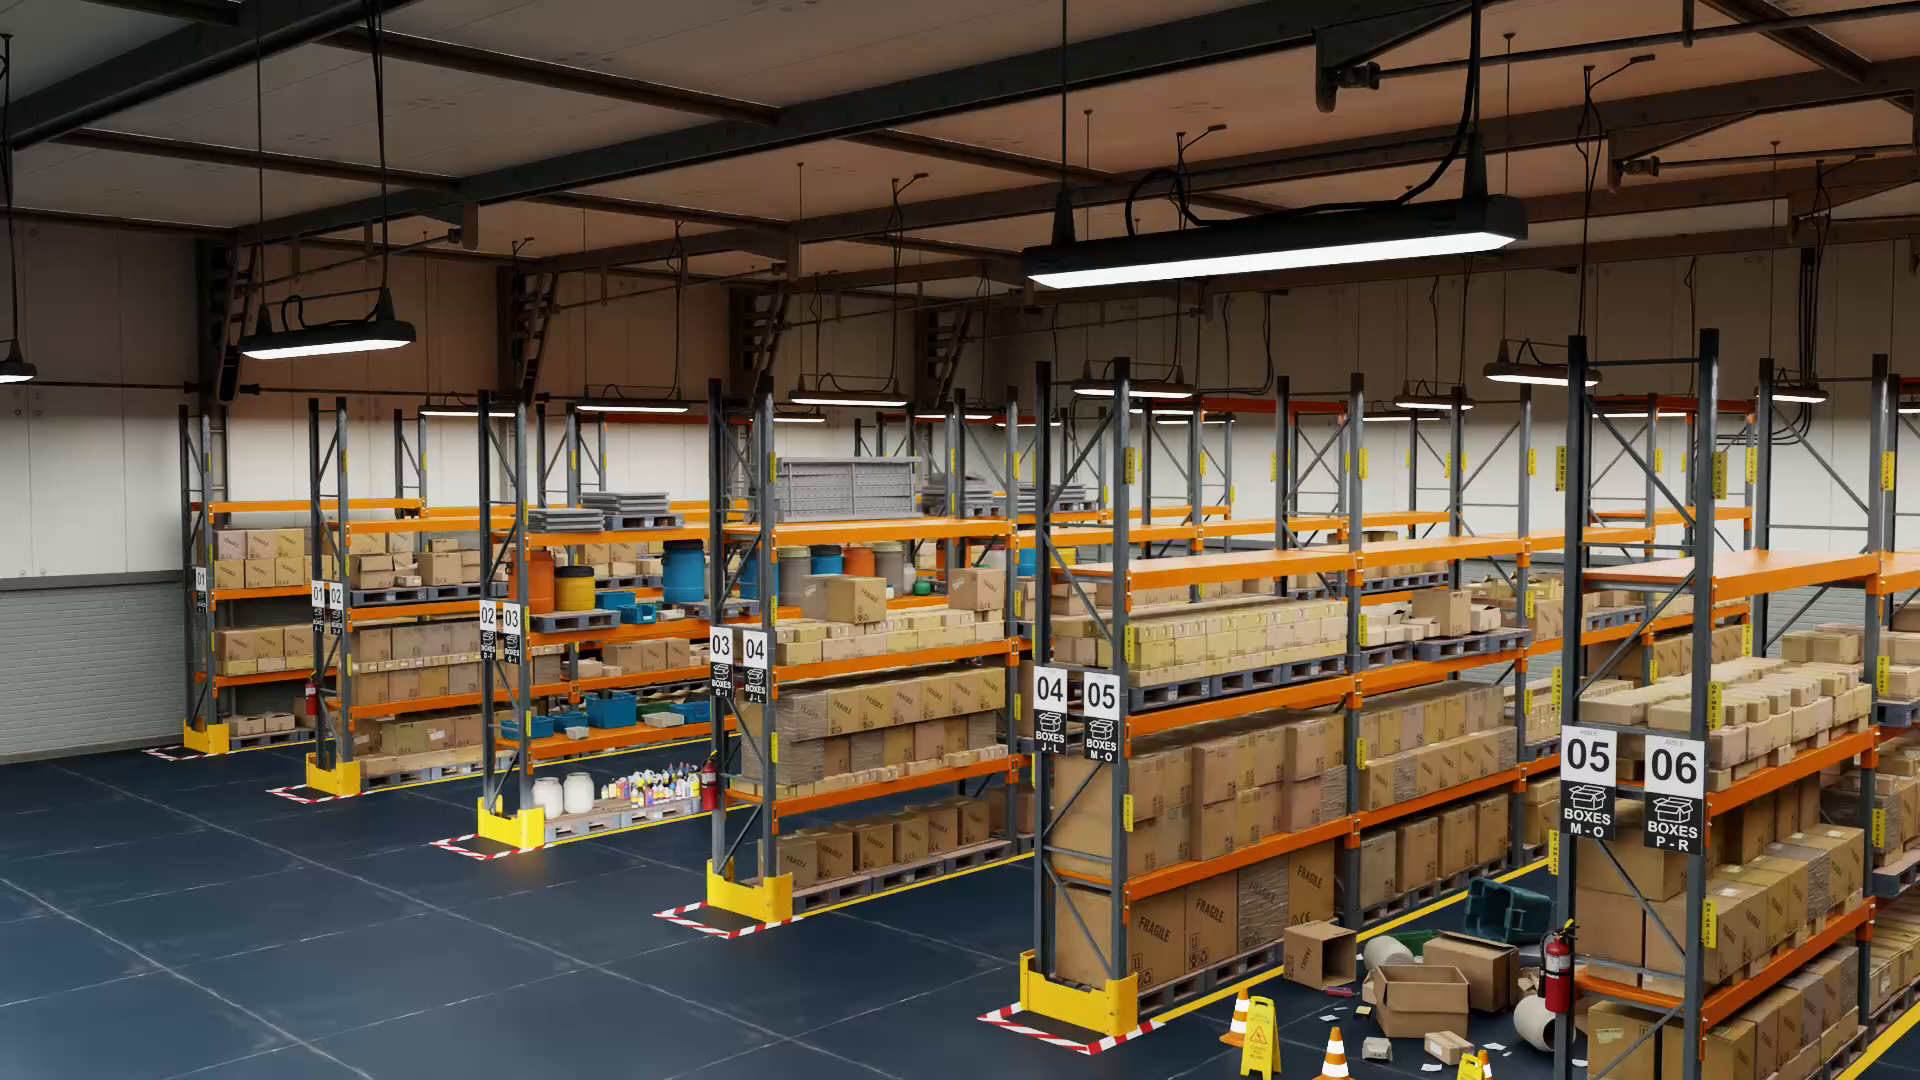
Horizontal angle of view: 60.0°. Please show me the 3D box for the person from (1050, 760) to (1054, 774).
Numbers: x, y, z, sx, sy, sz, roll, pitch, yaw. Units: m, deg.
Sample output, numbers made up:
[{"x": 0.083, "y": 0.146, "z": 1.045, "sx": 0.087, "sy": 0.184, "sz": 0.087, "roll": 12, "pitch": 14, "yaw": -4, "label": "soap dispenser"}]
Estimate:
[{"x": 1.279, "y": 2.973, "z": 24.758, "sx": 0.580, "sy": 1.831, "sz": 0.468, "roll": 0, "pitch": 3, "yaw": 7, "label": "person"}]
